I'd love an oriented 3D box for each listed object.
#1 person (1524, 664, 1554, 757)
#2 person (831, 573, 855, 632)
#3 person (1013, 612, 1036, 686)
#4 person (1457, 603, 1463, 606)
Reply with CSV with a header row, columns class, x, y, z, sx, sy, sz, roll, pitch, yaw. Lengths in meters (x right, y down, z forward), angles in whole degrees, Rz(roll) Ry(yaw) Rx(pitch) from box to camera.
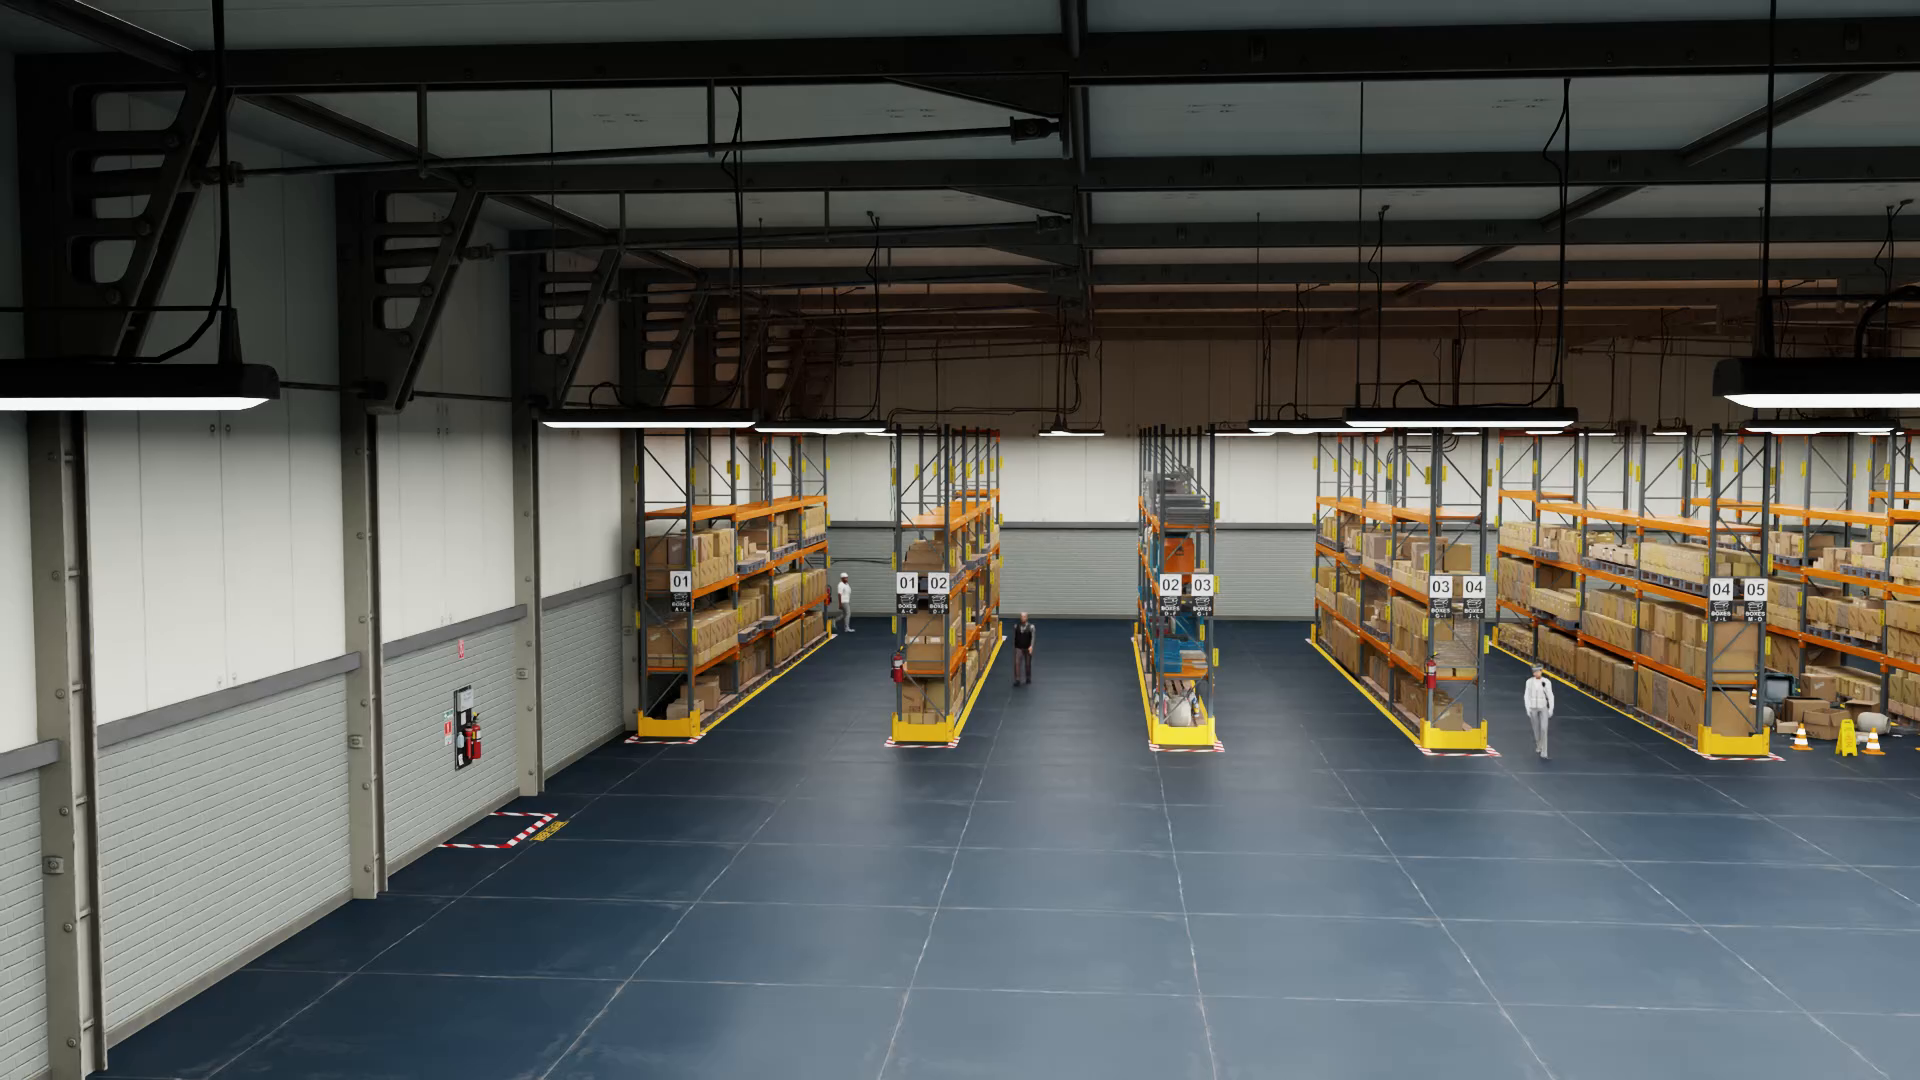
class,x,y,z,sx,sy,sz,roll,pitch,yaw
person,10.433,3.058,30.023,0.514,1.634,0.836,2,4,33
person,-3.480,1.845,49.203,0.740,1.749,0.545,0,3,2
person,1.481,2.522,38.515,0.552,1.676,0.970,1,4,11
person,13.839,2.045,46.051,0.583,1.731,1.011,1,4,15
